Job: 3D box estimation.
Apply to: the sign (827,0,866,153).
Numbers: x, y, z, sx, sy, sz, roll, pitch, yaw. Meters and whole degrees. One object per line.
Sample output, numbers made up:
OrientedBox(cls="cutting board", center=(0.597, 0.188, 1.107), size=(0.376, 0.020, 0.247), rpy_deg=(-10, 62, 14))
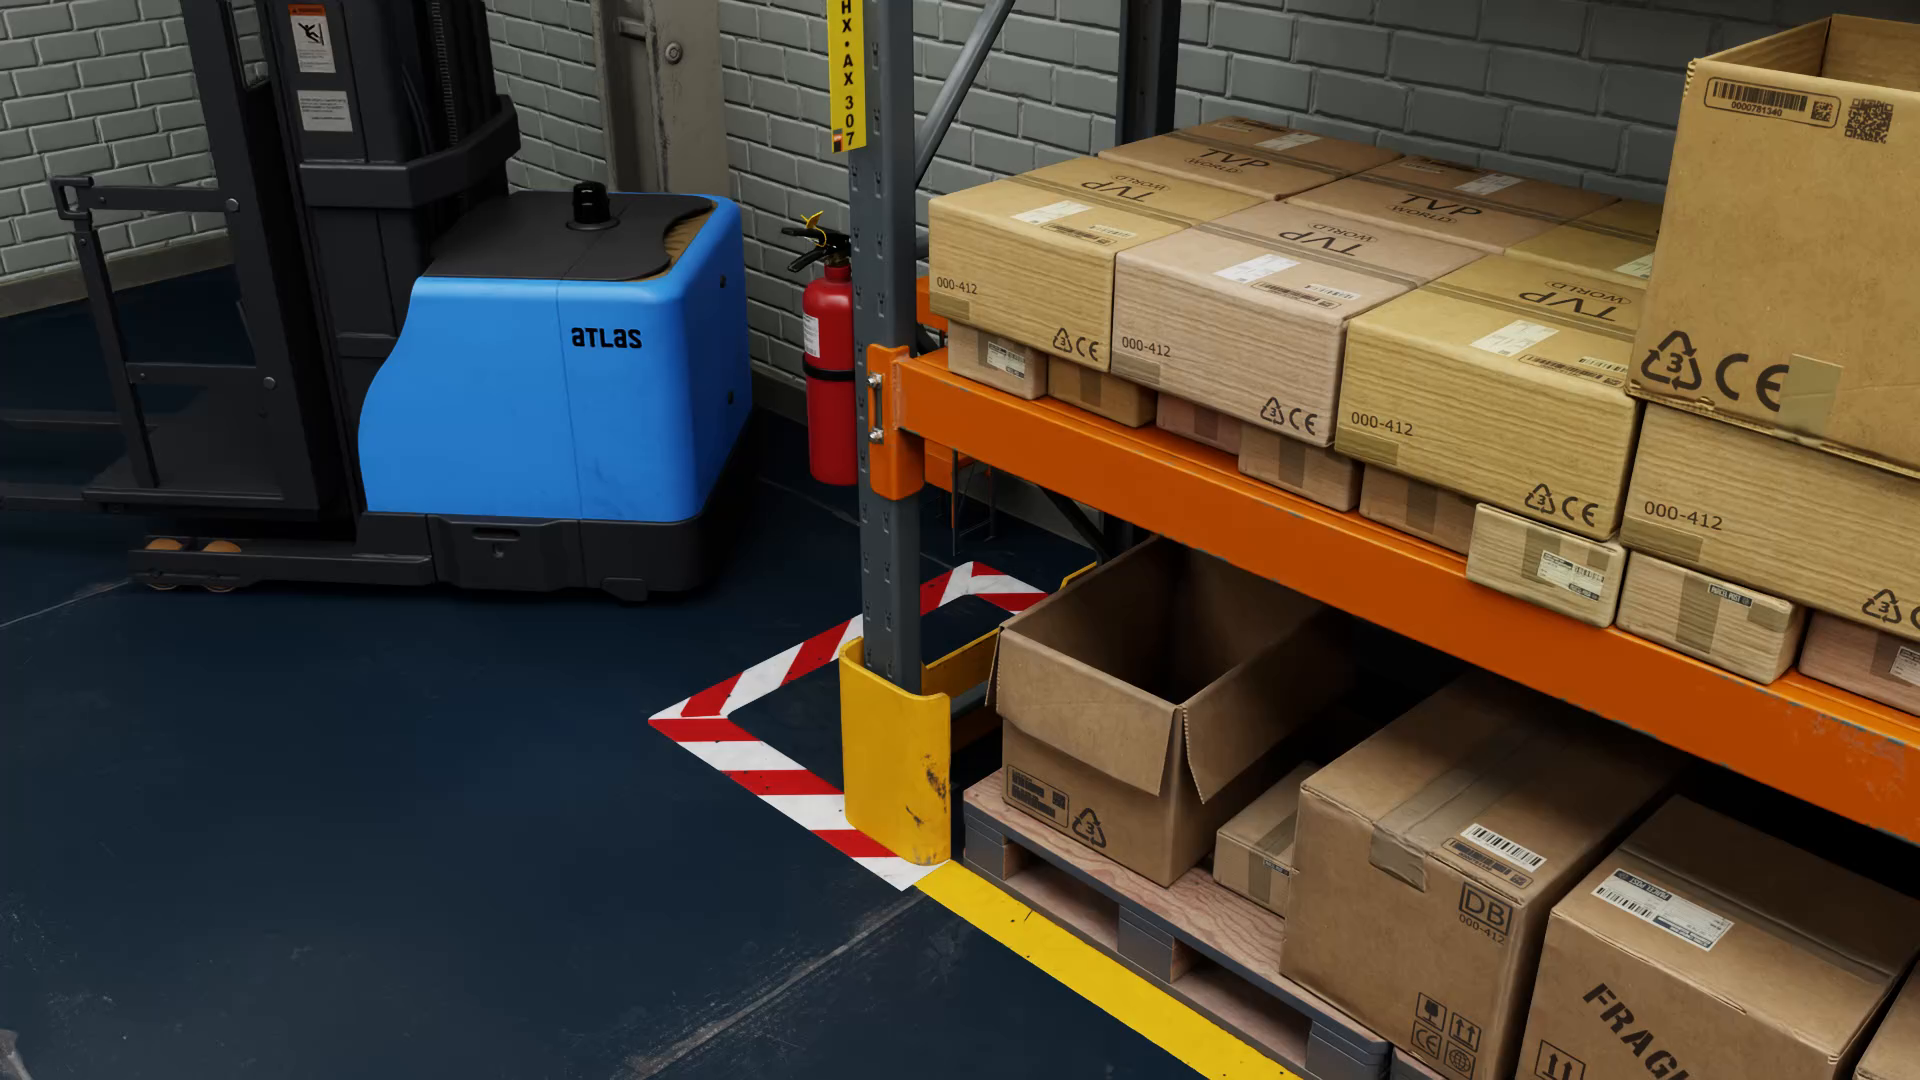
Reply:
OrientedBox(cls="sign", center=(-0.231, -0.971, 3.444), size=(0.005, 0.325, 0.100), rpy_deg=(25, 36, 38))

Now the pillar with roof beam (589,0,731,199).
OrientedBox(cls="pillar with roof beam", center=(-4.160, -3.174, 2.117), size=(0.400, 9.000, 9.100), rpy_deg=(25, 36, 38))

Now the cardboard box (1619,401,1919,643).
OrientedBox(cls="cardboard box", center=(1.387, -0.108, 2.573), size=(0.500, 0.250, 0.500), rpy_deg=(23, 36, 37))

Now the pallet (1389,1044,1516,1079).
OrientedBox(cls="pallet", center=(1.638, 1.149, 3.339), size=(1.213, 0.211, 1.003), rpy_deg=(25, 36, 38))

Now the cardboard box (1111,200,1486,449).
OrientedBox(cls="cardboard box", center=(0.643, -0.432, 3.189), size=(0.500, 0.250, 0.500), rpy_deg=(-25, 37, -39))

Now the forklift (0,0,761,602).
OrientedBox(cls="forklift", center=(-2.279, -1.368, 5.202), size=(3.031, 2.935, 1.130), rpy_deg=(2, 28, 4))

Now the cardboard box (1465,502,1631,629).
OrientedBox(cls="cardboard box", center=(1.075, -0.022, 2.839), size=(0.250, 0.149, 0.380), rpy_deg=(23, 36, 37))

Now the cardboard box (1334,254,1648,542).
OrientedBox(cls="cardboard box", center=(1.007, -0.267, 2.877), size=(0.500, 0.250, 0.500), rpy_deg=(24, 36, 37))

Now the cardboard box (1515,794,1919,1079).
OrientedBox(cls="cardboard box", center=(1.408, 0.881, 3.087), size=(0.500, 0.500, 0.500), rpy_deg=(-24, 36, -38))

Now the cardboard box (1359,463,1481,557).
OrientedBox(cls="cardboard box", center=(0.947, -0.129, 3.043), size=(0.380, 0.149, 0.250), rpy_deg=(-25, 36, -38))

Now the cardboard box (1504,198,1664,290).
OrientedBox(cls="cardboard box", center=(1.380, -0.440, 3.205), size=(0.500, 0.250, 0.500), rpy_deg=(-24, 36, -38))

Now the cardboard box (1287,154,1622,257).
OrientedBox(cls="cardboard box", center=(1.030, -0.603, 3.515), size=(0.500, 0.250, 0.500), rpy_deg=(25, 36, 39))

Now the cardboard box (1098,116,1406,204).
OrientedBox(cls="cardboard box", center=(0.663, -0.772, 3.836), size=(0.500, 0.250, 0.500), rpy_deg=(-24, 36, -38))

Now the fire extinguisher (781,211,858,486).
OrientedBox(cls="fire extinguisher", center=(-0.280, -0.464, 3.892), size=(0.183, 0.674, 0.296), rpy_deg=(25, 36, 38))

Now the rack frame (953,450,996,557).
OrientedBox(cls="rack frame", center=(0.049, -0.442, 5.463), size=(0.008, 1.050, 0.200), rpy_deg=(25, 36, 38))

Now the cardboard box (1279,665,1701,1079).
OrientedBox(cls="cardboard box", center=(1.101, 0.675, 3.478), size=(0.700, 0.500, 0.500), rpy_deg=(-24, 36, -37))

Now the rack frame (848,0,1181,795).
OrientedBox(cls="rack frame", center=(0.149, -0.768, 3.988), size=(0.127, 3.000, 1.000), rpy_deg=(25, 36, 38))

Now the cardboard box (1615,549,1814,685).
OrientedBox(cls="cardboard box", center=(1.277, 0.057, 2.688), size=(0.380, 0.149, 0.250), rpy_deg=(-24, 36, -38))

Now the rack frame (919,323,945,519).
OrientedBox(cls="rack frame", center=(-0.125, -0.522, 5.615), size=(0.008, 1.050, 0.200), rpy_deg=(25, 36, 38))

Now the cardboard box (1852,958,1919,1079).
OrientedBox(cls="cardboard box", center=(1.841, 1.014, 2.834), size=(0.500, 0.500, 0.700), rpy_deg=(23, 35, 37))

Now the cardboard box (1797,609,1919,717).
OrientedBox(cls="cardboard box", center=(1.509, 0.118, 2.572), size=(0.250, 0.149, 0.380), rpy_deg=(24, 36, 38))

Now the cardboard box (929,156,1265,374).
OrientedBox(cls="cardboard box", center=(0.284, -0.596, 3.502), size=(0.500, 0.250, 0.500), rpy_deg=(25, 37, 39))

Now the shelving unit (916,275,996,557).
OrientedBox(cls="shelving unit", center=(-0.038, -0.482, 5.539), size=(0.252, 1.050, 0.215), rpy_deg=(25, 36, 38))

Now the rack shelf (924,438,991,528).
OrientedBox(cls="rack shelf", center=(-0.038, -0.227, 5.673), size=(0.240, 0.259, 0.215), rpy_deg=(25, 36, 38))

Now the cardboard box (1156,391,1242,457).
OrientedBox(cls="cardboard box", center=(0.617, -0.317, 3.400), size=(0.250, 0.149, 0.380), rpy_deg=(24, 36, 38))

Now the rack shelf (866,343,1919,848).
OrientedBox(cls="rack shelf", center=(1.575, 0.203, 2.914), size=(4.000, 0.370, 1.077), rpy_deg=(25, 36, 38))

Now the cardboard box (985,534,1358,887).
OrientedBox(cls="cardboard box", center=(0.519, 0.382, 4.032), size=(0.637, 0.503, 0.797), rpy_deg=(23, 35, 37))

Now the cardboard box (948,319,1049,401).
OrientedBox(cls="cardboard box", center=(0.191, -0.459, 3.669), size=(0.250, 0.149, 0.380), rpy_deg=(24, 36, 38))

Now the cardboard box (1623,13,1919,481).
OrientedBox(cls="cardboard box", center=(1.353, -0.439, 2.397), size=(0.500, 0.500, 0.500), rpy_deg=(-24, 36, -38))

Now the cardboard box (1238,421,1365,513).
OrientedBox(cls="cardboard box", center=(0.754, -0.214, 3.204), size=(0.380, 0.149, 0.250), rpy_deg=(-24, 36, -38))

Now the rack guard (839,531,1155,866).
OrientedBox(cls="rack guard", center=(0.203, 0.363, 4.523), size=(0.348, 0.500, 1.175), rpy_deg=(25, 36, 38))

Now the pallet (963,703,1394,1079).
OrientedBox(cls="pallet", center=(0.772, 0.751, 4.096), size=(1.213, 0.211, 1.003), rpy_deg=(25, 36, 38))

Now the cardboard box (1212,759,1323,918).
OrientedBox(cls="cardboard box", center=(0.794, 0.690, 3.826), size=(0.250, 0.149, 0.380), rpy_deg=(23, 35, 37))

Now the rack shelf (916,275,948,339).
OrientedBox(cls="rack shelf", center=(-0.038, -0.724, 5.412), size=(0.240, 0.259, 0.215), rpy_deg=(25, 36, 38))

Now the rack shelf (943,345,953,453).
OrientedBox(cls="rack shelf", center=(-0.038, -0.473, 5.544), size=(0.240, 0.259, 0.215), rpy_deg=(25, 36, 38))

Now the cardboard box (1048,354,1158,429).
OrientedBox(cls="cardboard box", center=(0.405, -0.391, 3.541), size=(0.380, 0.149, 0.250), rpy_deg=(-24, 36, -38))
